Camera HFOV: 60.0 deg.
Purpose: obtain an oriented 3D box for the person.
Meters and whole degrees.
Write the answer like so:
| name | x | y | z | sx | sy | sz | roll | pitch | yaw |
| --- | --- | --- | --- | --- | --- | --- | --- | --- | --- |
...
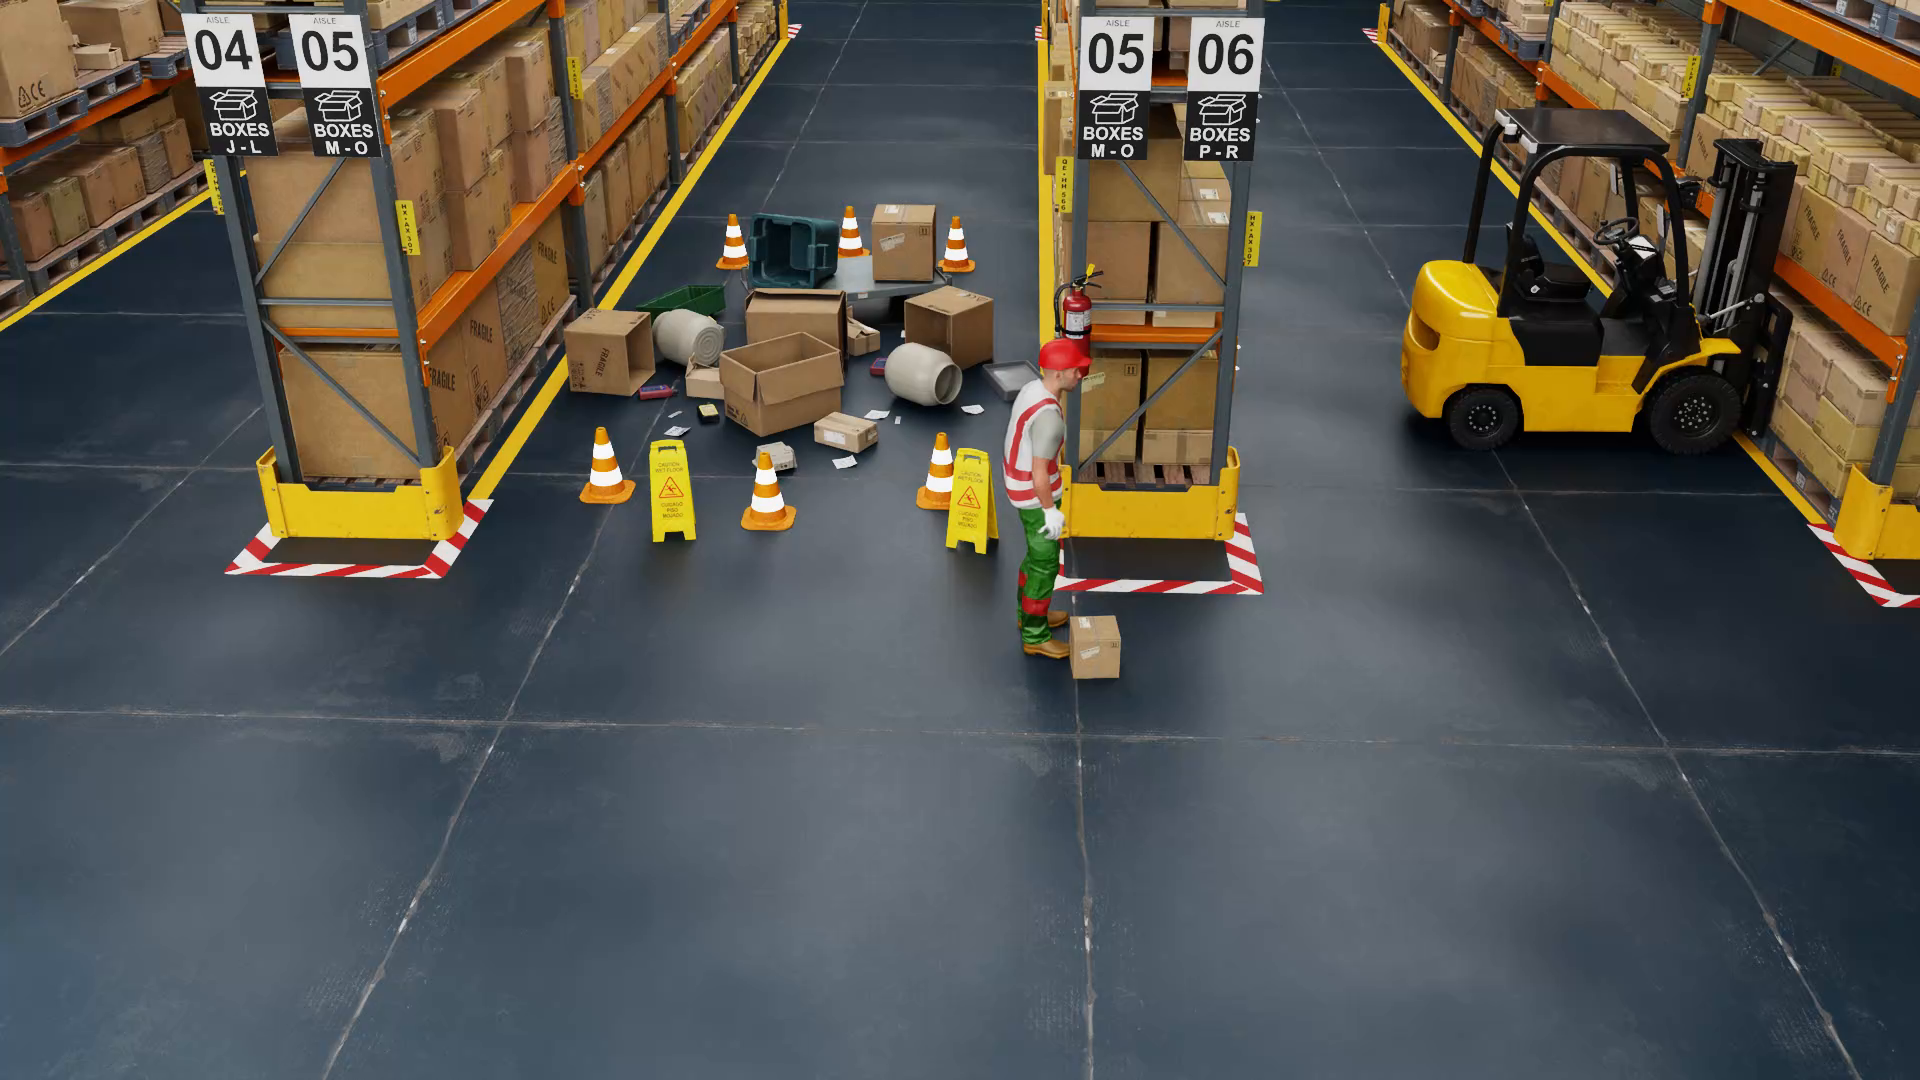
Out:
| name | x | y | z | sx | sy | sz | roll | pitch | yaw |
| --- | --- | --- | --- | --- | --- | --- | --- | --- | --- |
| person | 0.468 | -0.246 | 9.073 | 0.455 | 1.779 | 0.618 | -1 | 28 | -2 |
